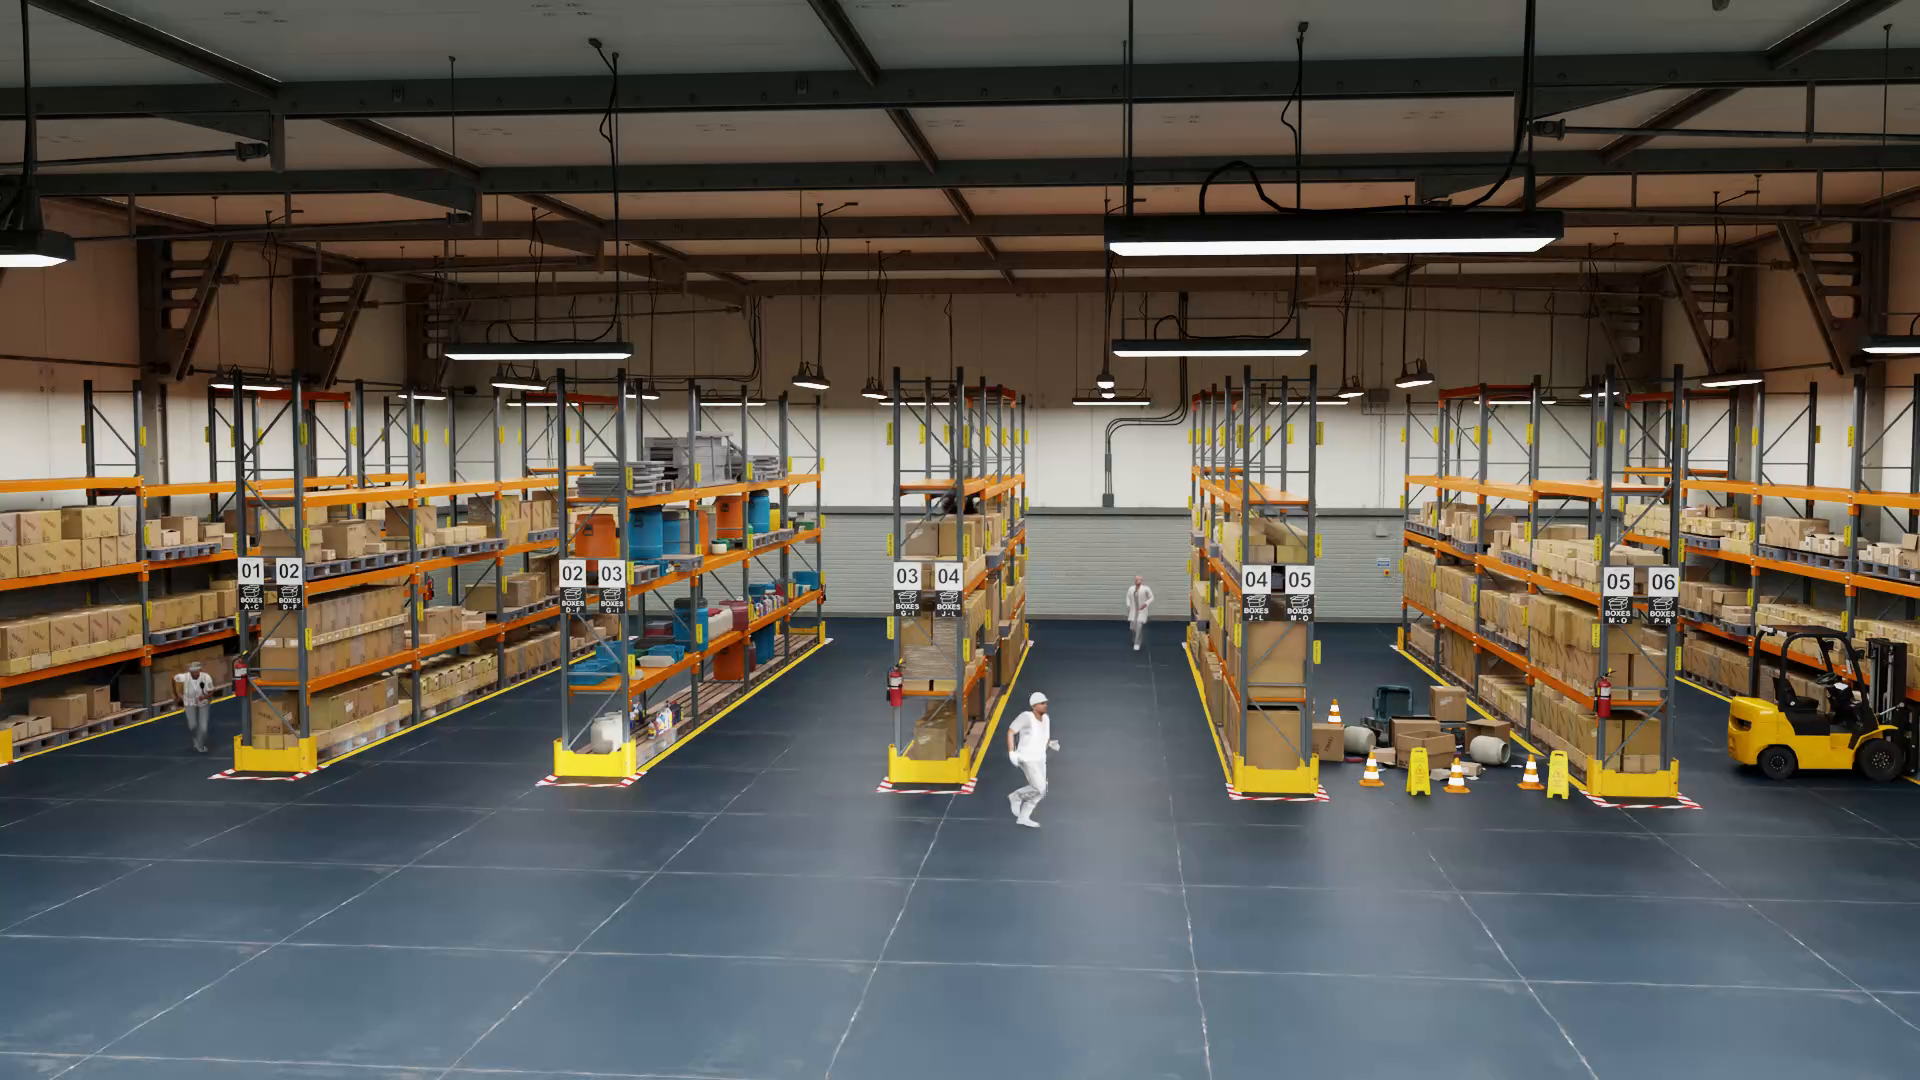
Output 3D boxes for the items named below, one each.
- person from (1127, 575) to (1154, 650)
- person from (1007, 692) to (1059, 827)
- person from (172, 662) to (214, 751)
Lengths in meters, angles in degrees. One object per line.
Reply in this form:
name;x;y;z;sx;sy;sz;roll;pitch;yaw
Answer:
person;4.235;1.705;39.193;0.705;1.750;0.687;2;4;26
person;0.953;2.816;21.310;0.637;1.729;0.678;3;4;38
person;-12.064;2.632;26.168;0.602;1.492;0.855;-1;4;-22
